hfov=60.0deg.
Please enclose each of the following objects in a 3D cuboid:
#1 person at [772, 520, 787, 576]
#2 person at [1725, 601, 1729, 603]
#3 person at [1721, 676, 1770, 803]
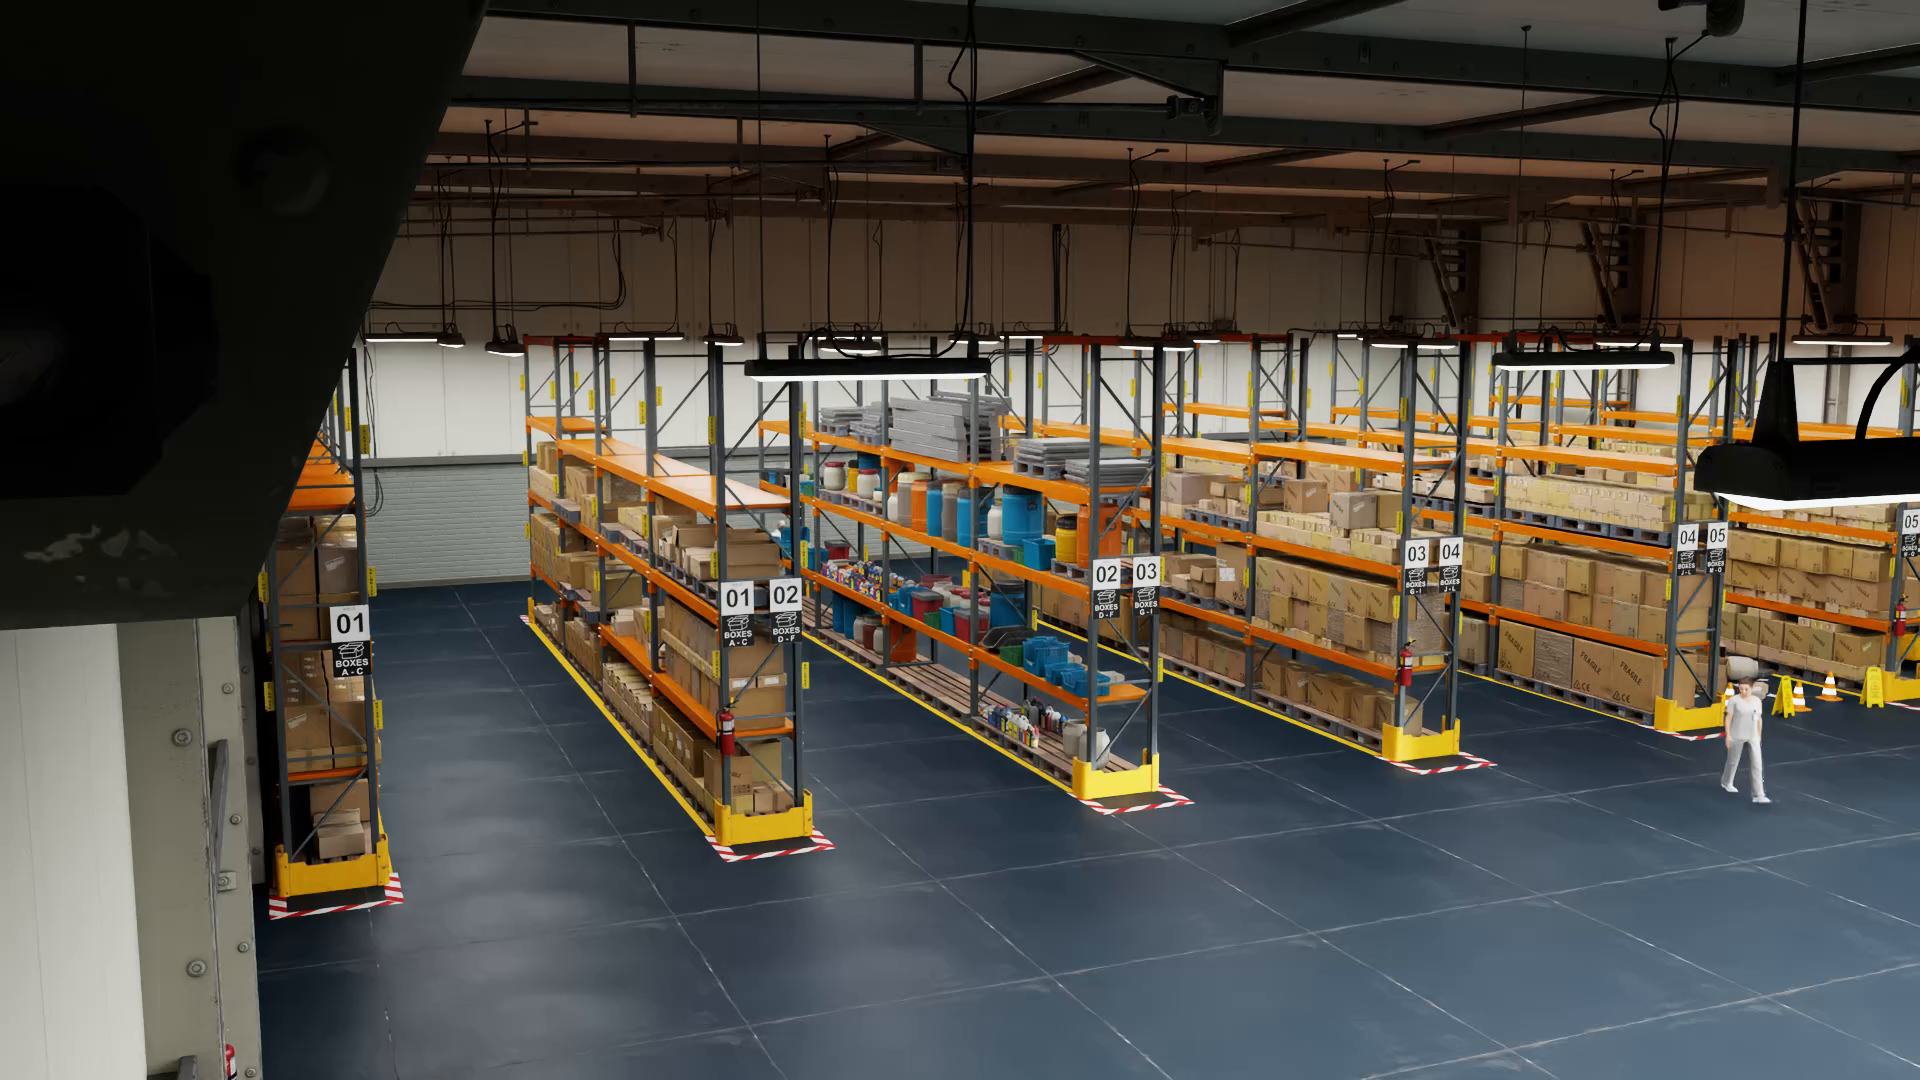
[{"bbox_3d":[-4.186,0.350,38.941,0.942,1.647,0.491,5,9,34],"label":"person"},{"bbox_3d":[15.923,1.016,33.973,0.479,1.671,0.497,-6,10,-39],"label":"person"},{"bbox_3d":[10.358,2.611,21.948,0.497,1.641,0.896,1,8,10],"label":"person"}]
